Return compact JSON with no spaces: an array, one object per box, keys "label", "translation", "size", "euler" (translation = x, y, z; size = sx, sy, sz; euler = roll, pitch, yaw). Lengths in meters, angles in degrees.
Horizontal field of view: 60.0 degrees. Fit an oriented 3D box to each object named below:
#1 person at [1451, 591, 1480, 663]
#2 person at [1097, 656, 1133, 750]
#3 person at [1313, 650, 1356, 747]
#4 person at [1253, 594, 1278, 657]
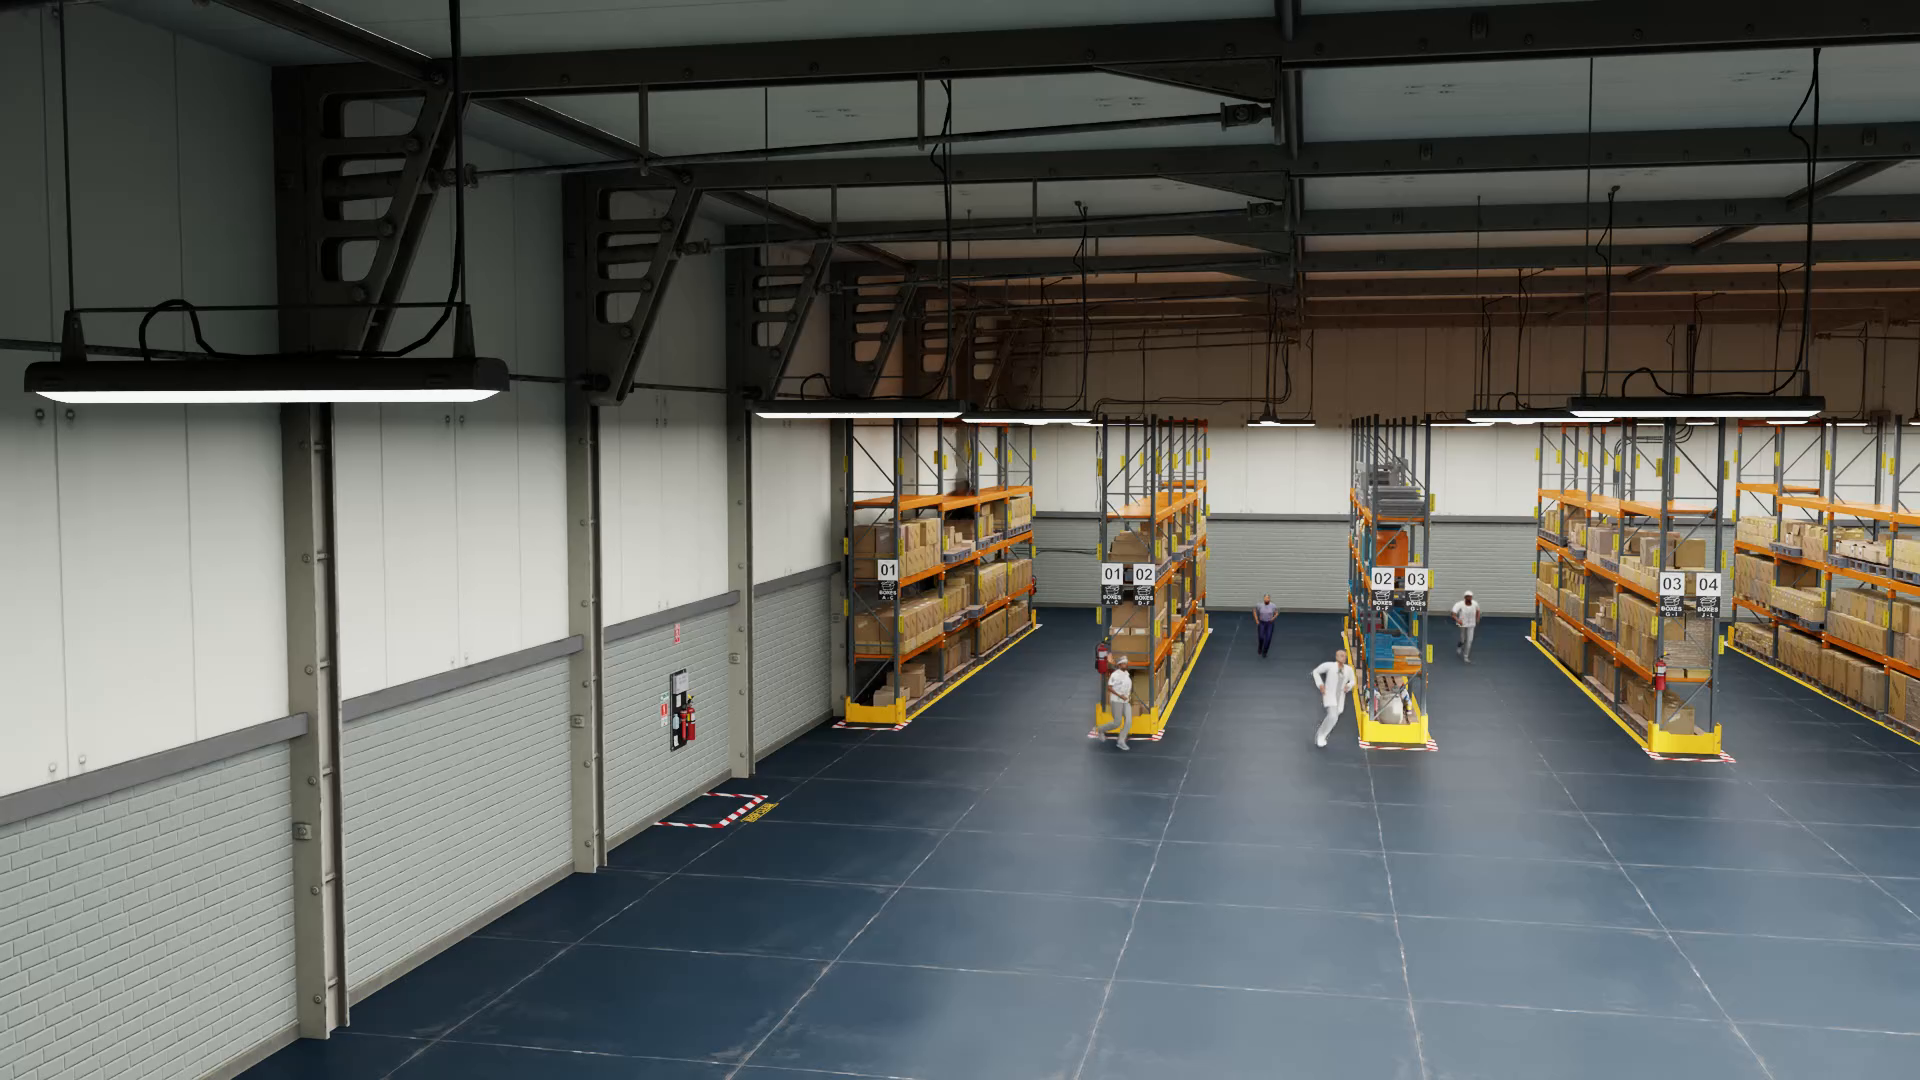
[{"label":"person","translation":[12.529,2.123,41.164],"size":[0.727,1.750,0.872],"euler":[0,4,0]},{"label":"person","translation":[2.848,2.906,29.972],"size":[0.693,1.681,0.599],"euler":[4,5,44]},{"label":"person","translation":[6.785,2.854,30.040],"size":[0.714,1.746,0.674],"euler":[-1,4,-18]},{"label":"person","translation":[7.669,2.150,41.657],"size":[0.608,1.604,0.555],"euler":[0,4,6]}]
